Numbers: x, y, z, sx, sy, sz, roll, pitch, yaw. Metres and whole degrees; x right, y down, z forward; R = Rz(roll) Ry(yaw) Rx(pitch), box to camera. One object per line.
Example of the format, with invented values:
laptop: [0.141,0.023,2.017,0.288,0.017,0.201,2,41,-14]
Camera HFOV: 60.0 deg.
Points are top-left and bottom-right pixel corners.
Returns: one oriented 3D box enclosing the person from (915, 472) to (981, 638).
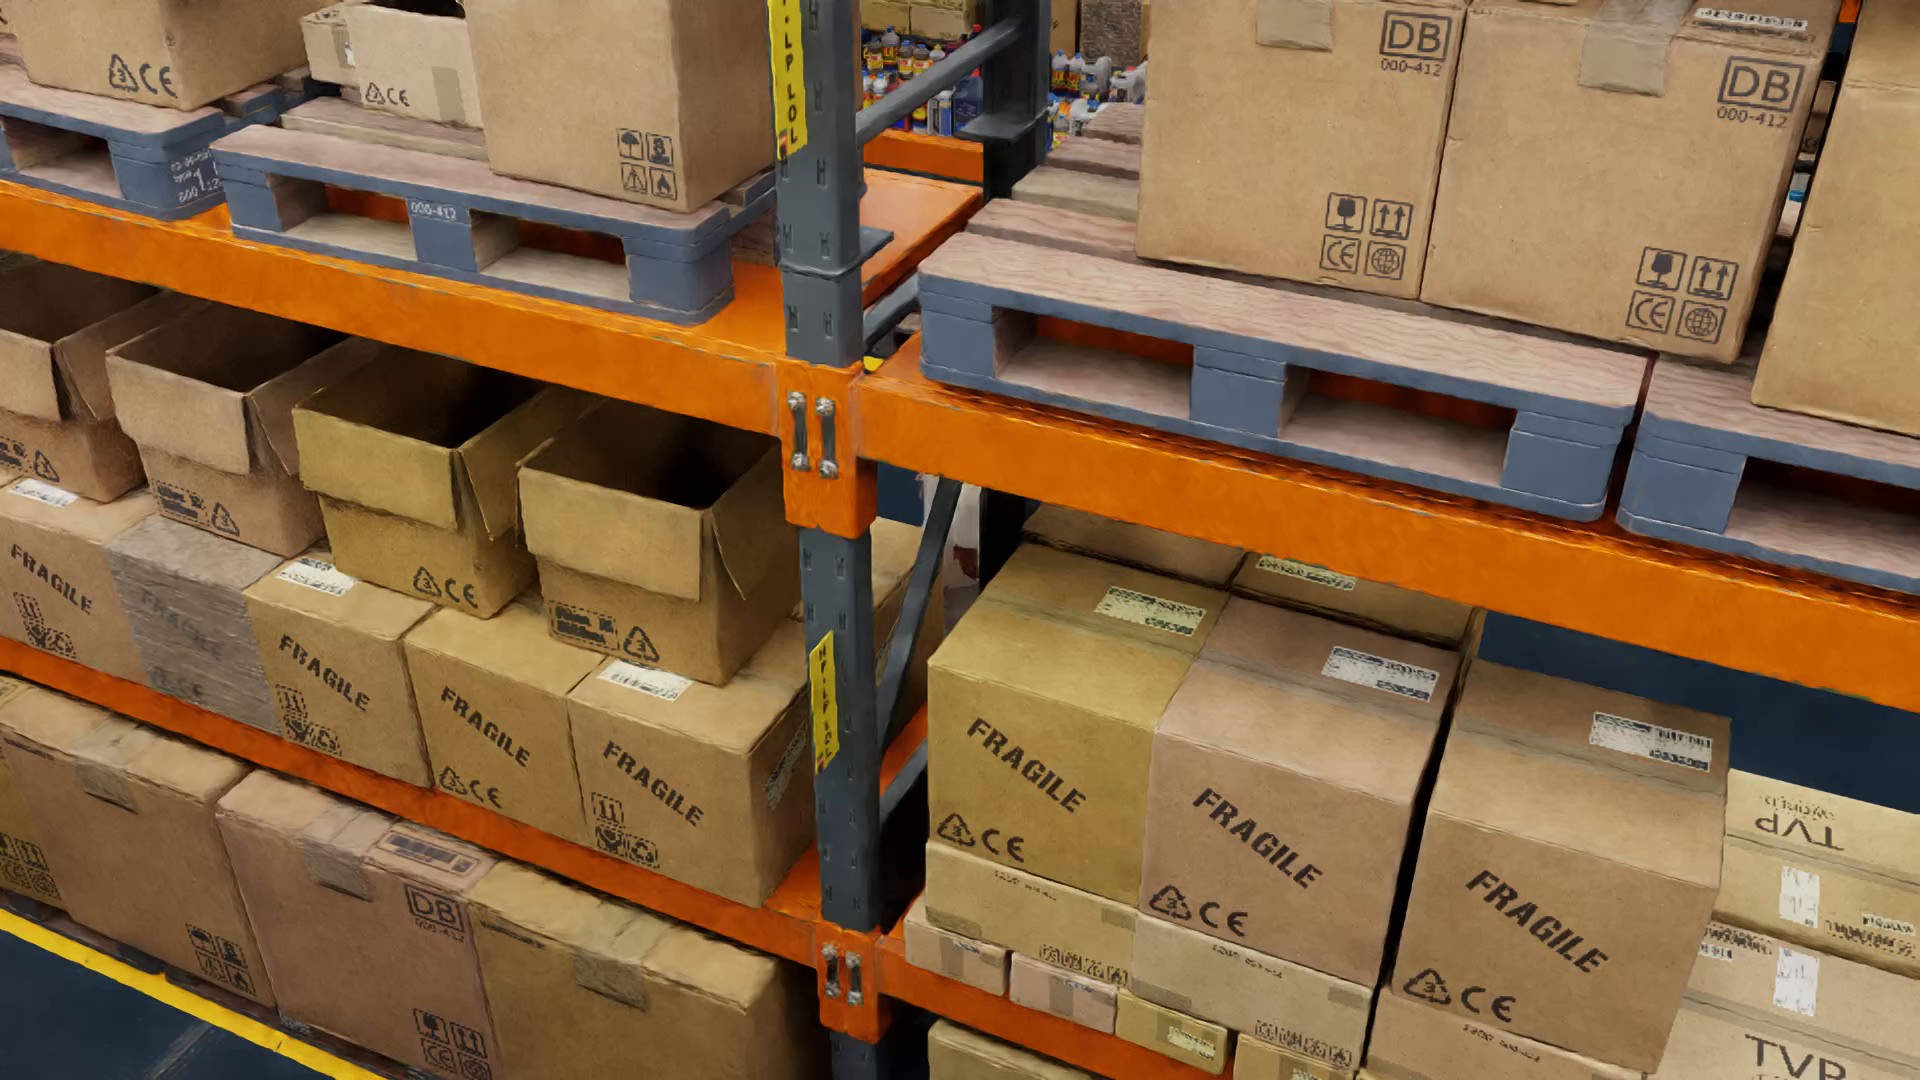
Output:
person: [0.013,-0.118,6.294,0.510,1.794,0.633,1,33,2]
